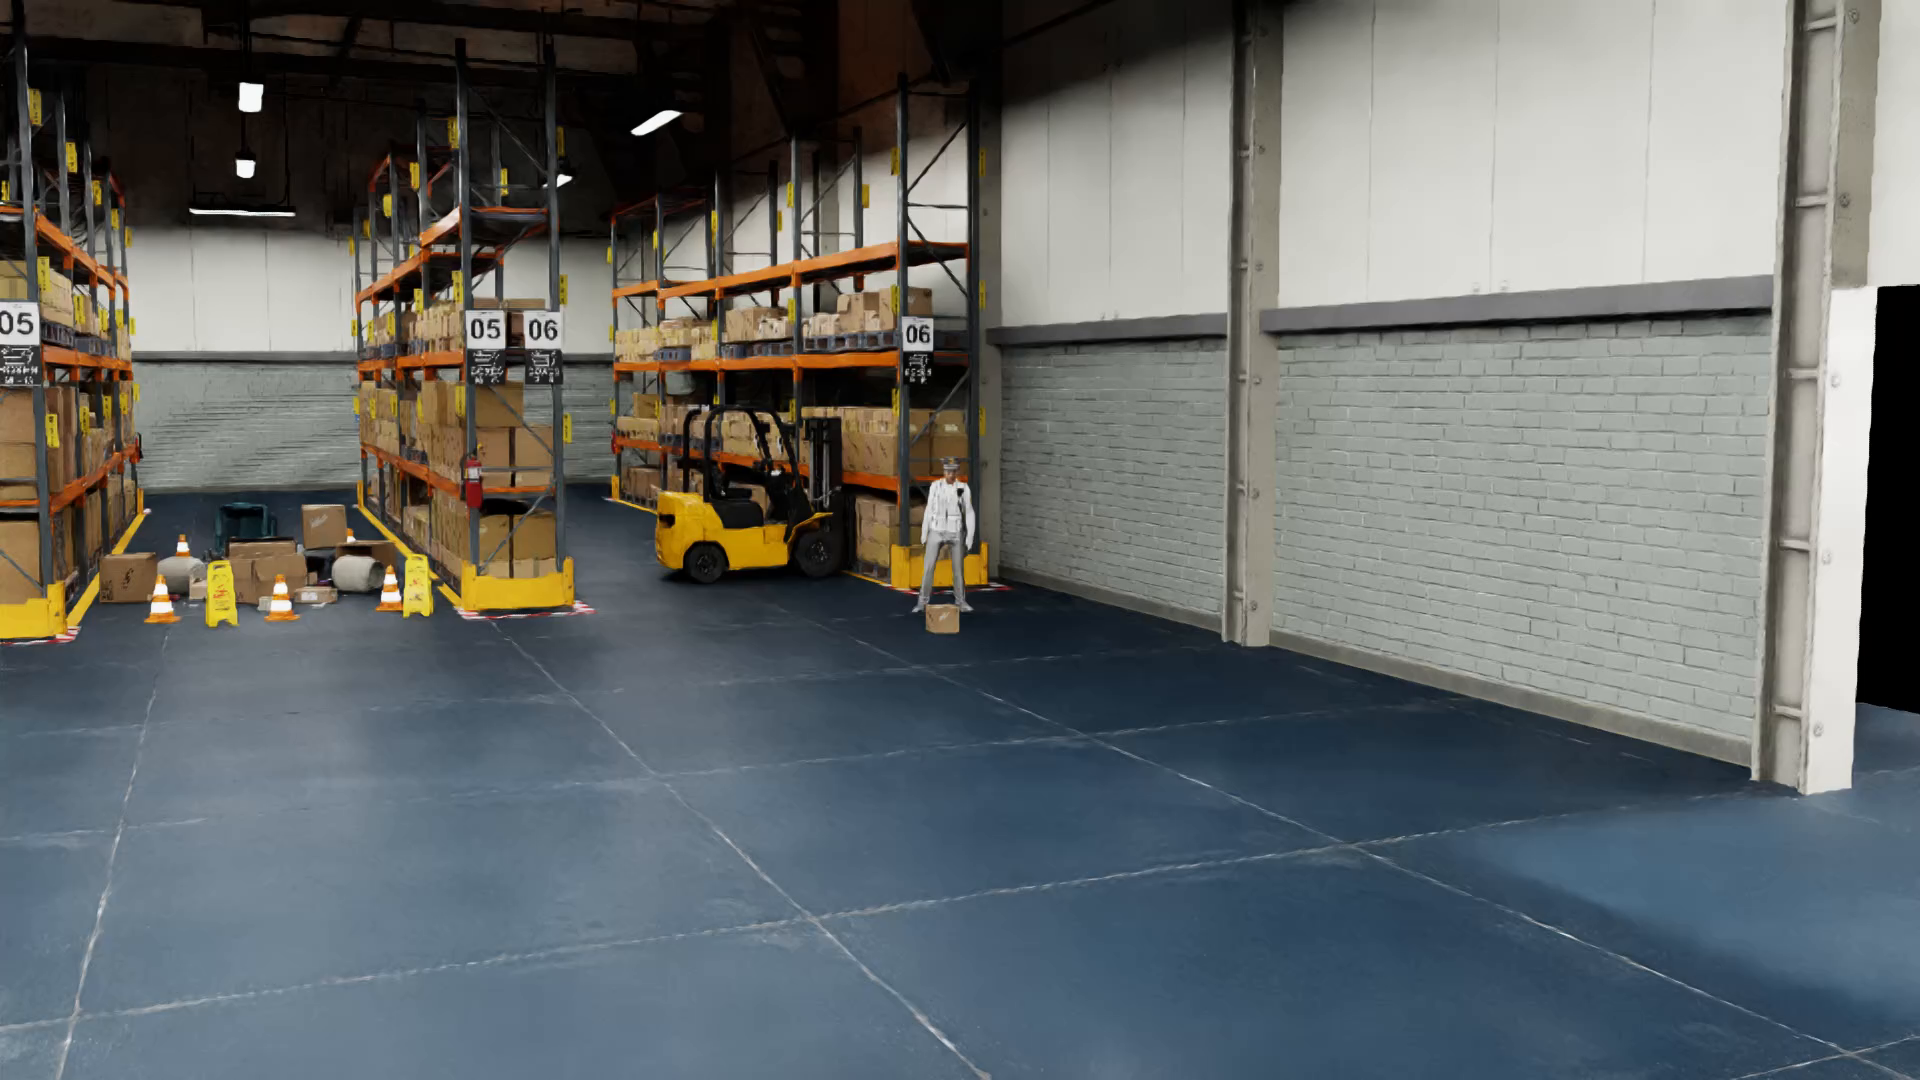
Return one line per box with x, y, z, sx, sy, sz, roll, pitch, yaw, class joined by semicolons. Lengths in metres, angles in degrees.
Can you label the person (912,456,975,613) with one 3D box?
-0.168;-0.056;17.416;0.649;1.649;0.622;0;5;1;person
